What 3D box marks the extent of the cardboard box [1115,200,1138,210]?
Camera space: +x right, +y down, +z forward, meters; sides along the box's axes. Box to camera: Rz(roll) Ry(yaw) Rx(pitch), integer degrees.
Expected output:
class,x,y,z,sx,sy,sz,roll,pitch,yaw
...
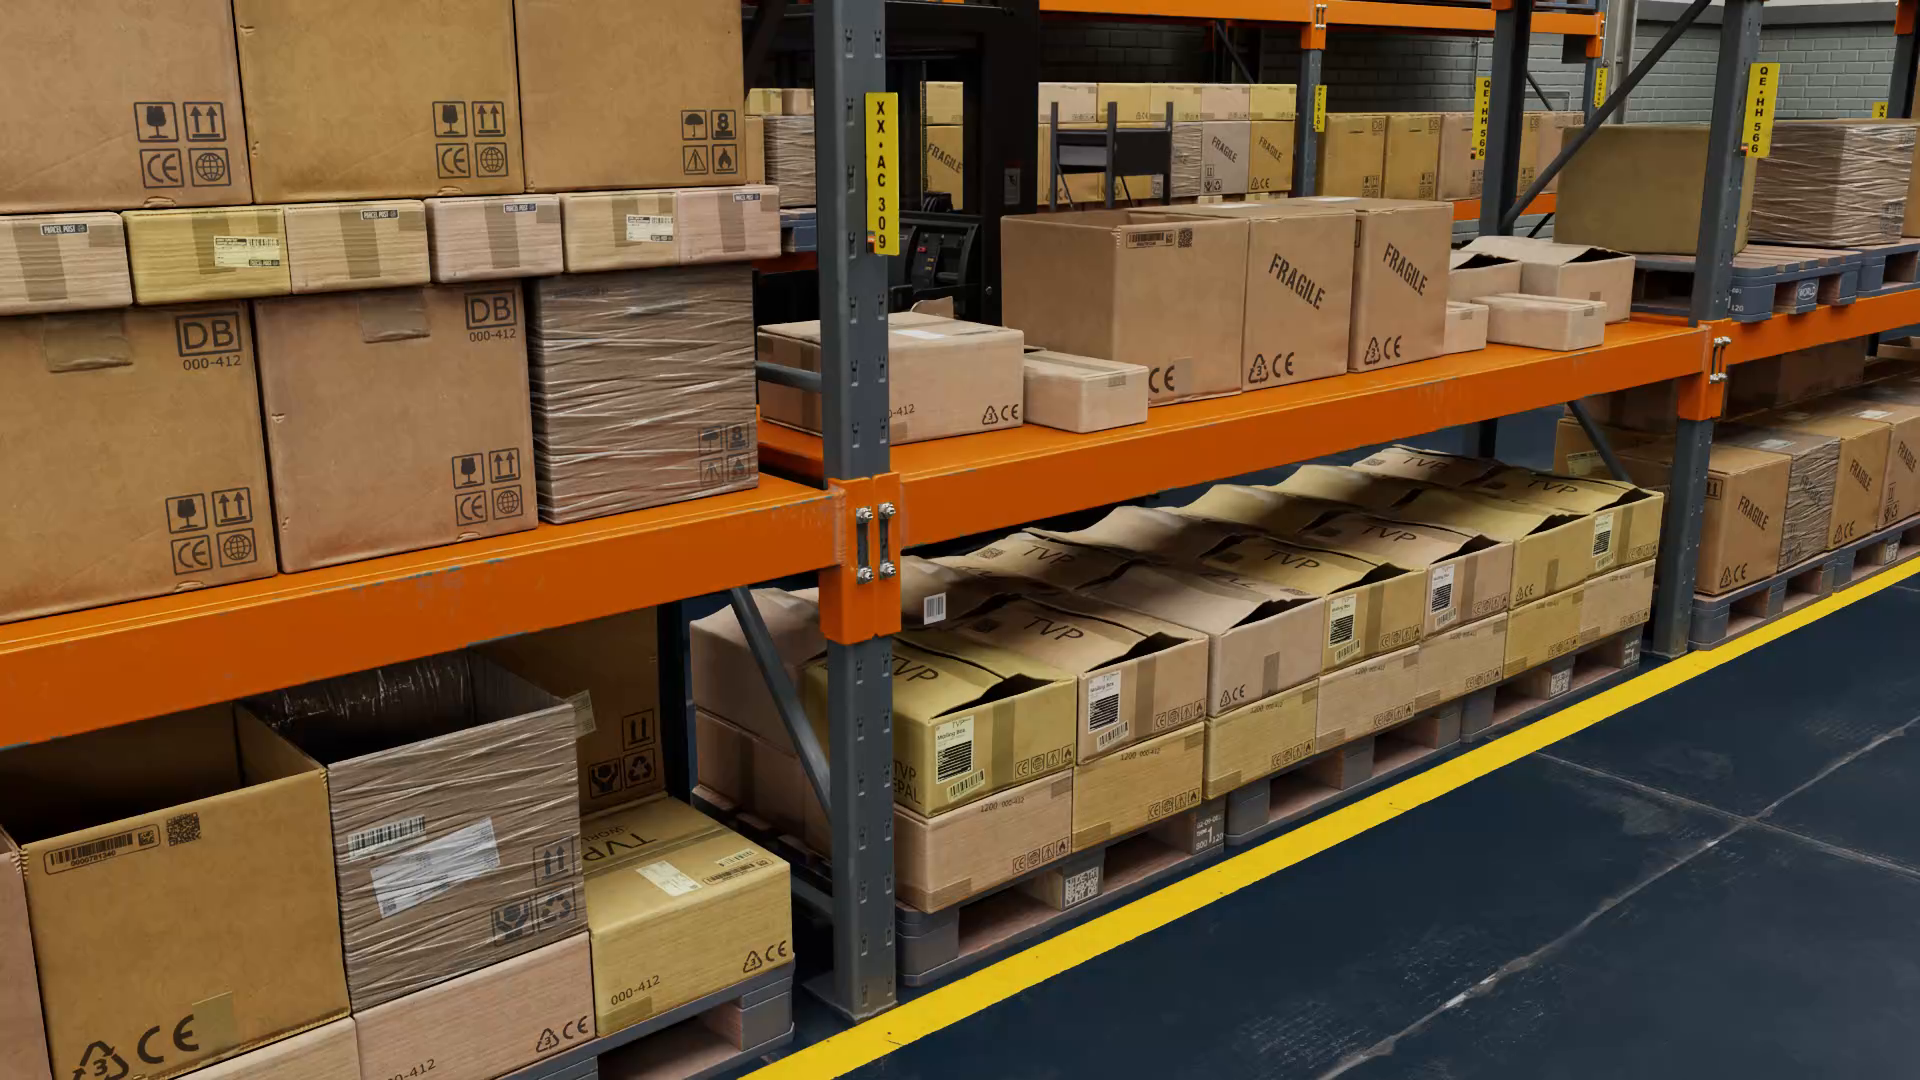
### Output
class,x,y,z,sx,sy,sz,roll,pitch,yaw
cardboard box,0.990,-2.252,11.315,0.250,0.149,0.380,-12,19,-38

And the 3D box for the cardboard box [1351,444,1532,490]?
class,x,y,z,sx,sy,sz,roll,pitch,yaw
cardboard box,1.904,-0.198,6.605,0.500,0.311,0.500,-12,19,-38

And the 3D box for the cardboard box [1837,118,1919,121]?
class,x,y,z,sx,sy,sz,roll,pitch,yaw
cardboard box,5.005,-1.976,8.827,0.700,0.500,0.500,8,17,28

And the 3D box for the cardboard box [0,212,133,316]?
class,x,y,z,sx,sy,sz,roll,pitch,yaw
cardboard box,-1.549,-0.465,2.729,0.250,0.149,0.380,-12,19,-38

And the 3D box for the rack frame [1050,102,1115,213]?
class,x,y,z,sx,sy,sz,roll,pitch,yaw
rack frame,0.616,-1.187,8.623,0.400,2.100,0.015,14,20,41

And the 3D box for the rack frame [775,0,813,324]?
class,x,y,z,sx,sy,sz,roll,pitch,yaw
rack frame,-0.763,-2.047,10.103,0.127,3.000,1.000,-13,19,-39

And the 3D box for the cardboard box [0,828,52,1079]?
class,x,y,z,sx,sy,sz,roll,pitch,yaw
cardboard box,-1.859,0.734,2.752,0.500,0.500,0.500,-13,19,-39

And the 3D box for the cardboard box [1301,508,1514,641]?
class,x,y,z,sx,sy,sz,roll,pitch,yaw
cardboard box,1.488,0.082,5.559,0.500,0.311,0.500,-13,20,-40

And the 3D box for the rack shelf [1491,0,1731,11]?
class,x,y,z,sx,sy,sz,roll,pitch,yaw
rack shelf,0.983,-1.847,4.932,4.000,0.370,1.077,-13,19,-39

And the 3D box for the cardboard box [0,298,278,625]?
class,x,y,z,sx,sy,sz,roll,pitch,yaw
cardboard box,-1.631,-0.203,3.004,0.500,0.500,0.700,-12,19,-39

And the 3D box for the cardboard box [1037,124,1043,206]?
class,x,y,z,sx,sy,sz,roll,pitch,yaw
cardboard box,0.173,-2.369,10.496,0.500,0.500,0.500,-12,19,-38

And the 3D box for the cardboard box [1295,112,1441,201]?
class,x,y,z,sx,sy,sz,roll,pitch,yaw
cardboard box,3.229,-3.081,13.392,0.700,0.700,0.980,-13,20,-41

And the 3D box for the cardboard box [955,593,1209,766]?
class,x,y,z,sx,sy,sz,roll,pitch,yaw
cardboard box,0.331,0.343,4.580,0.500,0.311,0.500,-13,20,-40

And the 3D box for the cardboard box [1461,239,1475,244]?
class,x,y,z,sx,sy,sz,roll,pitch,yaw
cardboard box,4.773,-2.633,15.069,0.250,0.149,0.380,-12,19,-39

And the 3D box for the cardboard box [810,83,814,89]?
class,x,y,z,sx,sy,sz,roll,pitch,yaw
cardboard box,-0.591,-2.739,10.429,0.500,0.250,0.500,-12,19,-38

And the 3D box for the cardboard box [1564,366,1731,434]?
class,x,y,z,sx,sy,sz,roll,pitch,yaw
cardboard box,3.083,-0.665,7.467,0.500,0.250,0.500,-12,19,-37

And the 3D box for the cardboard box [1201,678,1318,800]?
class,x,y,z,sx,sy,sz,roll,pitch,yaw
cardboard box,0.717,0.525,4.988,0.500,0.250,0.500,-13,20,-41

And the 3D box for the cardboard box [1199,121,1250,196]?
class,x,y,z,sx,sy,sz,roll,pitch,yaw
cardboard box,1.694,-2.711,11.778,0.500,0.500,0.500,-12,19,-39

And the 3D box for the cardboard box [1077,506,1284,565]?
class,x,y,z,sx,sy,sz,roll,pitch,yaw
cardboard box,0.740,0.066,5.617,0.500,0.311,0.500,-13,20,-40

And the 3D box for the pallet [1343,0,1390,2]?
class,x,y,z,sx,sy,sz,roll,pitch,yaw
pallet,2.879,-4.268,12.775,1.213,0.211,1.003,-13,19,-39

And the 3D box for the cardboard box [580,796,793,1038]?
class,x,y,z,sx,sy,sz,roll,pitch,yaw
cardboard box,-0.732,0.841,3.805,0.500,0.250,0.500,-13,19,-39

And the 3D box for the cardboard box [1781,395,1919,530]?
class,x,y,z,sx,sy,sz,roll,pitch,yaw
cardboard box,4.186,-0.373,7.826,0.500,0.500,0.500,-14,20,-41

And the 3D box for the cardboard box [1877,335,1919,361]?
class,x,y,z,sx,sy,sz,roll,pitch,yaw
cardboard box,5.753,-0.918,9.865,0.500,0.500,0.500,-13,19,-39

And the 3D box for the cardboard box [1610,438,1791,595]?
class,x,y,z,sx,sy,sz,roll,pitch,yaw
cardboard box,3.023,-0.110,6.841,0.500,0.500,0.500,-12,19,-37

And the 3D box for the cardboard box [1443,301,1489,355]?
class,x,y,z,sx,sy,sz,roll,pitch,yaw
cardboard box,1.567,-0.735,5.677,0.250,0.149,0.380,-11,18,-35

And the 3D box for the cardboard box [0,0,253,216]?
class,x,y,z,sx,sy,sz,roll,pitch,yaw
cardboard box,-1.615,-0.834,2.853,0.500,0.500,0.700,-13,20,-39

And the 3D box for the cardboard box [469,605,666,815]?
class,x,y,z,sx,sy,sz,roll,pitch,yaw
cardboard box,-1.081,0.375,4.096,0.500,0.500,0.500,-13,19,-39

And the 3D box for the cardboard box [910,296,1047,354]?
class,x,y,z,sx,sy,sz,roll,pitch,yaw
cardboard box,0.017,-0.526,4.667,0.258,0.266,0.396,-13,20,-41

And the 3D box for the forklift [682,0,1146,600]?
class,x,y,z,sx,sy,sz,roll,pitch,yaw
forklift,-0.426,-1.299,7.432,1.130,2.935,3.031,14,20,41

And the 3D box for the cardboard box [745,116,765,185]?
class,x,y,z,sx,sy,sz,roll,pitch,yaw
cardboard box,-1.515,-2.127,9.354,0.700,0.500,0.500,14,20,42

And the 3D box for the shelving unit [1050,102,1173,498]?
class,x,y,z,sx,sy,sz,roll,pitch,yaw
shelving unit,0.782,-1.233,8.796,0.431,2.100,0.503,14,20,41

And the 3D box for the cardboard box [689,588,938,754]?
class,x,y,z,sx,sy,sz,roll,pitch,yaw
cardboard box,-0.408,0.324,4.652,0.500,0.311,0.500,-13,19,-39

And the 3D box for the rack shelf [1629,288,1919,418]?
class,x,y,z,sx,sy,sz,roll,pitch,yaw
rack shelf,4.001,-1.075,7.856,4.000,0.370,1.077,-13,19,-39

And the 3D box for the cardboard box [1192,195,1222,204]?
class,x,y,z,sx,sy,sz,roll,pitch,yaw
cardboard box,1.625,-2.362,11.730,0.250,0.149,0.380,-13,19,-39

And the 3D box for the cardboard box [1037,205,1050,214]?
class,x,y,z,sx,sy,sz,roll,pitch,yaw
cardboard box,0.388,-2.128,10.853,0.250,0.149,0.380,-12,19,-38

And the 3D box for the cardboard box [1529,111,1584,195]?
class,x,y,z,sx,sy,sz,roll,pitch,yaw
cardboard box,4.894,-3.459,14.807,0.700,0.700,0.980,-12,19,-37

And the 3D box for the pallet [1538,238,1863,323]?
class,x,y,z,sx,sy,sz,roll,pitch,yaw
pallet,2.957,-1.120,7.001,1.003,0.211,1.213,-13,19,-39

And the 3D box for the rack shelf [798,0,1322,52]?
class,x,y,z,sx,sy,sz,roll,pitch,yaw
rack shelf,0.746,-3.488,11.077,4.000,0.370,1.077,-13,19,-39

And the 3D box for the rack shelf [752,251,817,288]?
class,x,y,z,sx,sy,sz,roll,pitch,yaw
rack shelf,-2.272,-1.361,8.927,4.000,0.370,1.077,-13,19,-39

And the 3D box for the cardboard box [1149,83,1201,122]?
class,x,y,z,sx,sy,sz,roll,pitch,yaw
cardboard box,1.294,-2.989,11.366,0.500,0.250,0.500,-12,19,-38

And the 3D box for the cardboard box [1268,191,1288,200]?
class,x,y,z,sx,sy,sz,roll,pitch,yaw
cardboard box,2.186,-2.501,12.249,0.250,0.149,0.380,-12,19,-39

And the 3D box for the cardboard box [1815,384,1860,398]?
class,x,y,z,sx,sy,sz,roll,pitch,yaw
cardboard box,4.207,-0.556,8.510,0.500,0.500,0.500,-12,19,-39

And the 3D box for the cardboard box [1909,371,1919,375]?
class,x,y,z,sx,sy,sz,roll,pitch,yaw
cardboard box,5.325,-0.627,8.776,0.500,0.500,0.500,-13,20,-40

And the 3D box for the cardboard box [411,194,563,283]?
class,x,y,z,sx,sy,sz,roll,pitch,yaw
cardboard box,-0.974,-0.594,3.209,0.250,0.149,0.380,-13,20,-41

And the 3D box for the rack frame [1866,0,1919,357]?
class,x,y,z,sx,sy,sz,roll,pitch,yaw
rack frame,5.509,-1.761,9.032,0.127,3.000,1.000,-13,19,-39

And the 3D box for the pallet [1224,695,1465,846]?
class,x,y,z,sx,sy,sz,roll,pitch,yaw
pallet,0.925,0.601,5.591,1.213,0.211,1.003,-13,19,-39

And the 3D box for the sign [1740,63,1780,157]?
class,x,y,z,sx,sy,sz,roll,pitch,yaw
sign,2.859,-1.536,5.943,0.005,0.325,0.100,-13,19,-39

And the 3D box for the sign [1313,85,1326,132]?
class,x,y,z,sx,sy,sz,roll,pitch,yaw
sign,2.618,-3.142,12.111,0.005,0.325,0.100,-13,19,-39

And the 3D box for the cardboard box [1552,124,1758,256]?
class,x,y,z,sx,sy,sz,roll,pitch,yaw
cardboard box,2.893,-1.464,6.909,0.700,0.500,0.500,8,17,28

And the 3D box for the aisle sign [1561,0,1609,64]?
class,x,y,z,sx,sy,sz,roll,pitch,yaw
aisle sign,5.524,-4.612,14.668,0.004,0.787,0.394,-13,19,-39

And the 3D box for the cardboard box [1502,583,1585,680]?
class,x,y,z,sx,sy,sz,roll,pitch,yaw
cardboard box,1.869,0.266,5.954,0.500,0.250,0.500,-13,20,-40
